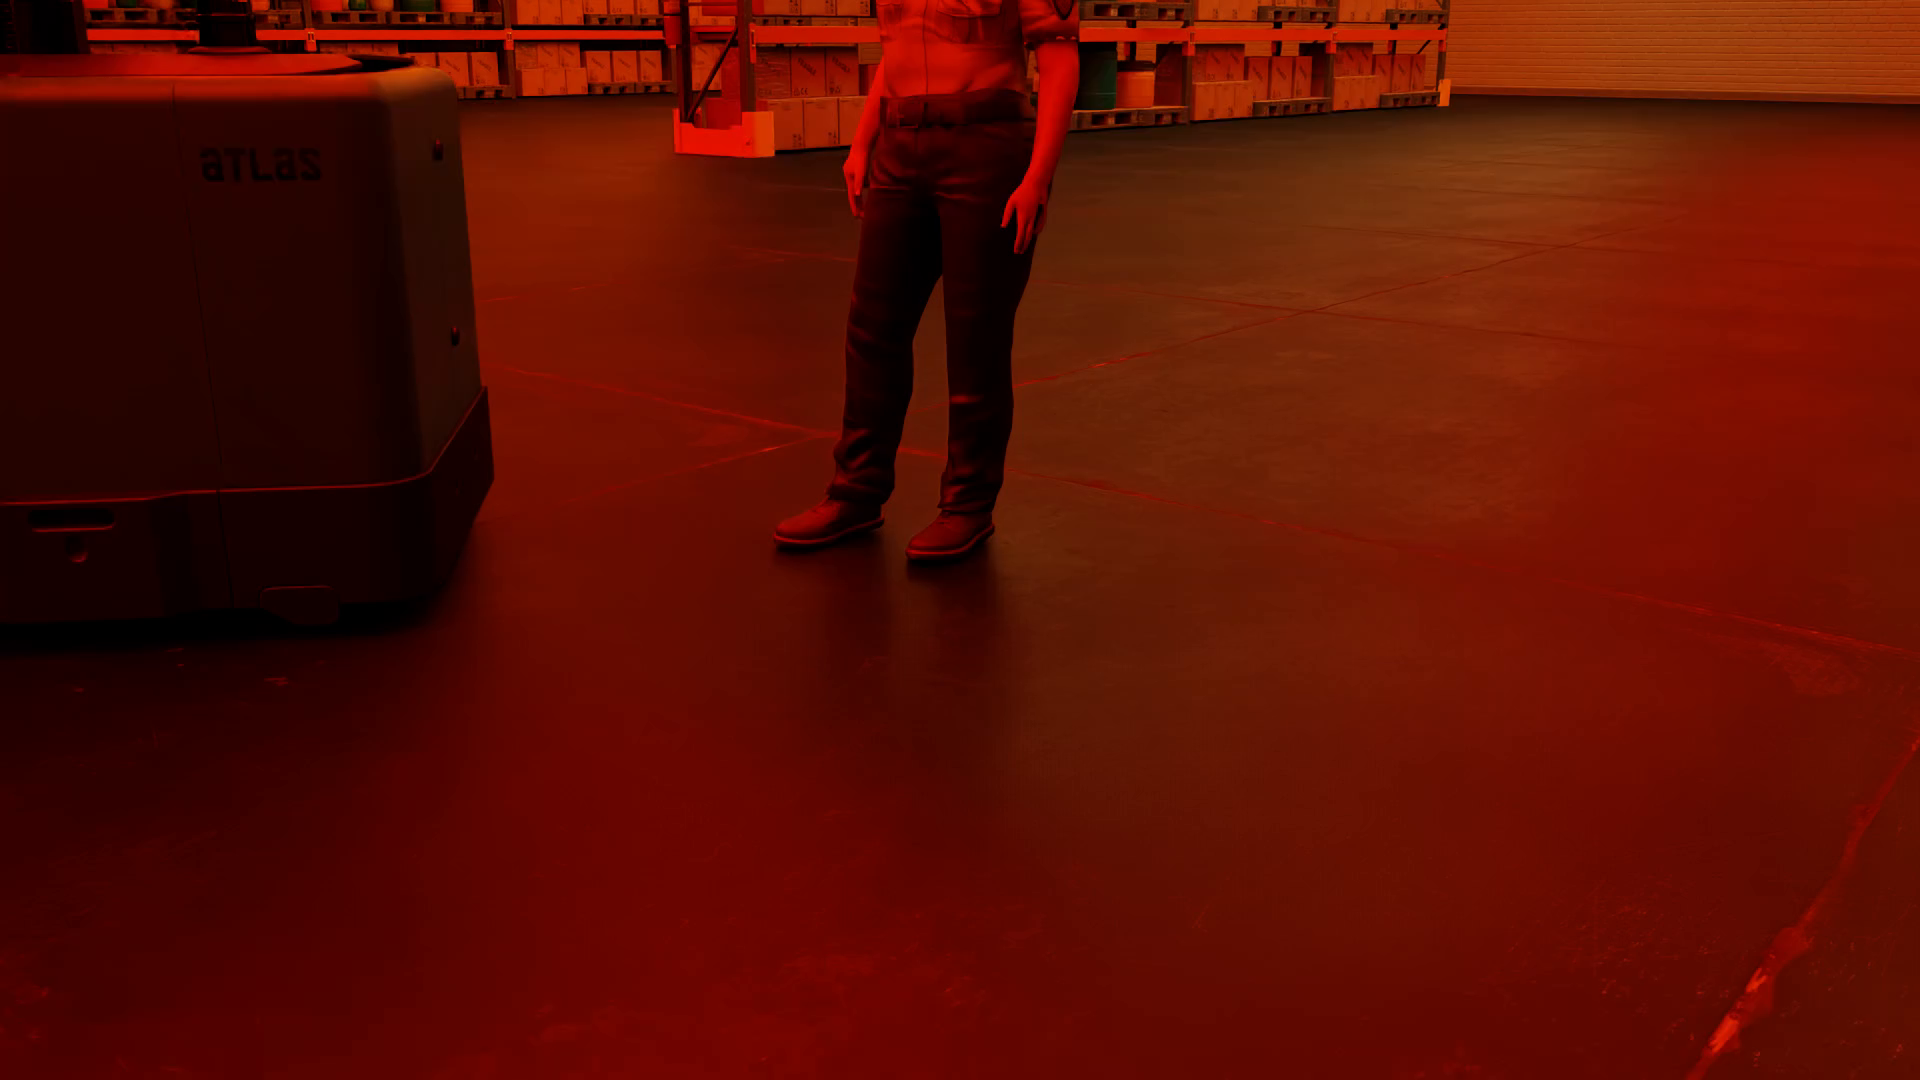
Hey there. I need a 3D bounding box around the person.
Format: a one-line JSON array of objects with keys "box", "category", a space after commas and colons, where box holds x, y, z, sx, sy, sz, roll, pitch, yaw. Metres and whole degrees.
[{"box": [-0.075, -0.779, 3.648, 0.598, 1.651, 0.502, 13, 21, 37], "category": "person"}]

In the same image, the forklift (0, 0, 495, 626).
[{"box": [-2.617, -1.304, 3.190, 3.031, 2.935, 1.130, -2, 17, -8], "category": "forklift"}]
